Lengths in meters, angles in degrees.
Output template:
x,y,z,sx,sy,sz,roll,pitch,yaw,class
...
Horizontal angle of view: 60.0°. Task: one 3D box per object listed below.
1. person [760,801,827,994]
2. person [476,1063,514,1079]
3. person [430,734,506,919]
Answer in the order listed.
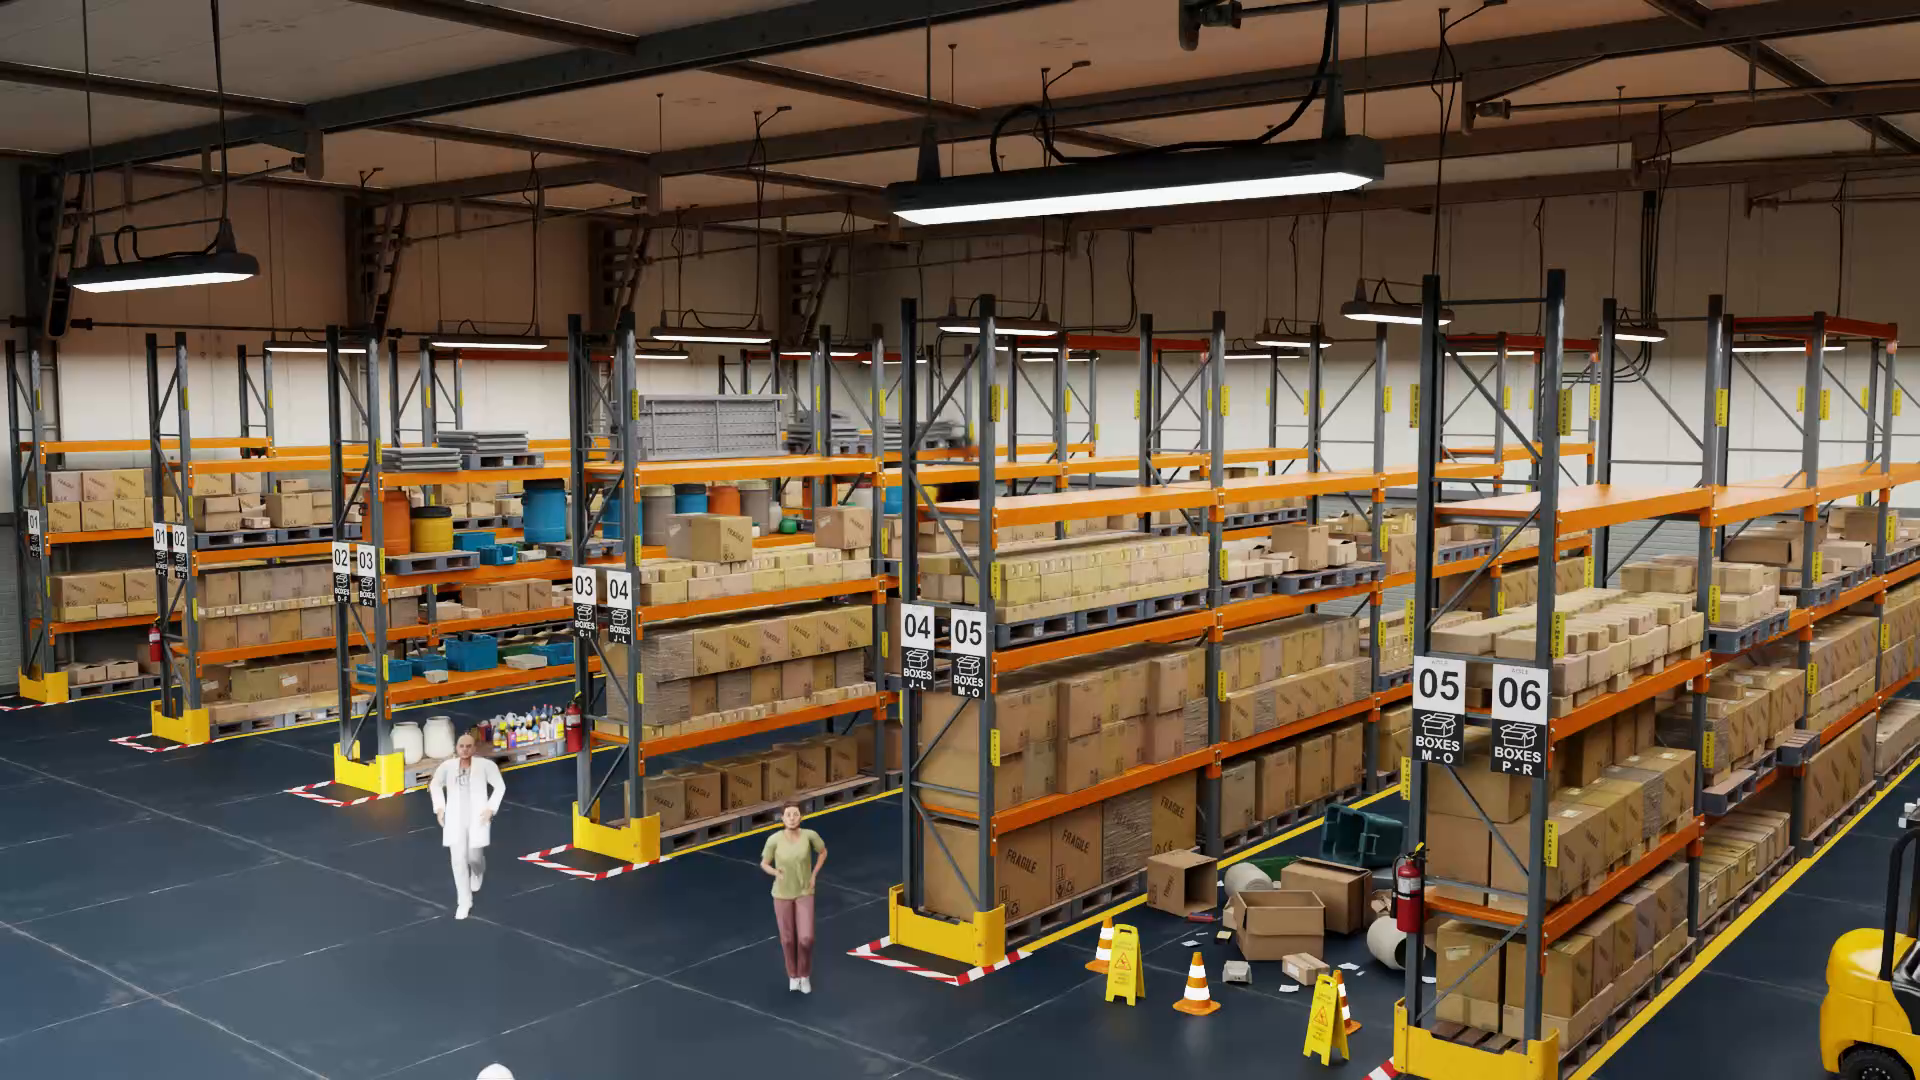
x,y,z,sx,sy,sz,roll,pitch,yaw,class
-1.419,3.077,14.257,0.582,1.682,0.557,-1,5,-6,person
-2.348,3.537,8.477,0.677,1.734,0.614,-1,5,-13,person
-4.919,2.858,16.624,0.739,1.685,0.807,-1,5,-11,person
